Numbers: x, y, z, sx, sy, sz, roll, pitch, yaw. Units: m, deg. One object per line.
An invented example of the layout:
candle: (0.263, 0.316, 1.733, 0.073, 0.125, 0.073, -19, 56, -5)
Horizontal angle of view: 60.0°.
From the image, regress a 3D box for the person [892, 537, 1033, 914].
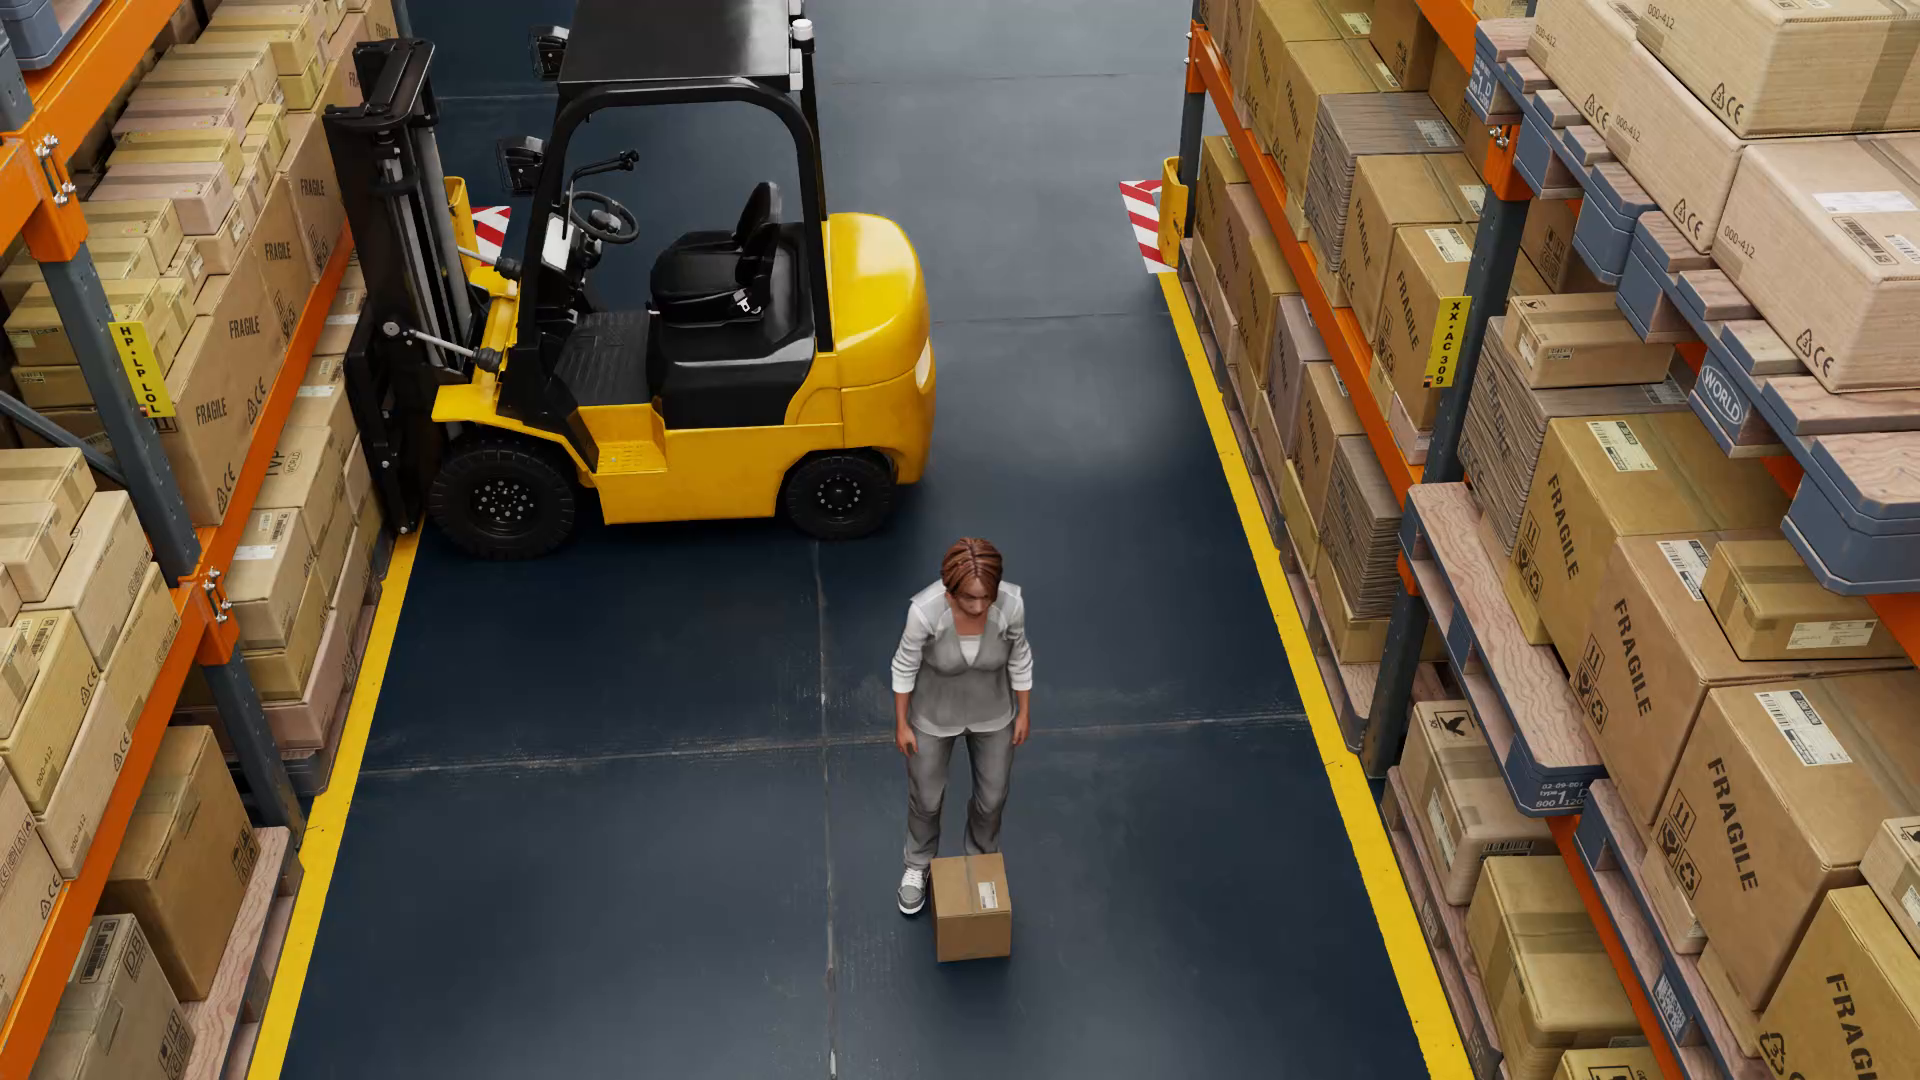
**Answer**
person: (0.007, 0.601, 5.439, 0.477, 1.592, 0.377, -5, 40, -6)
